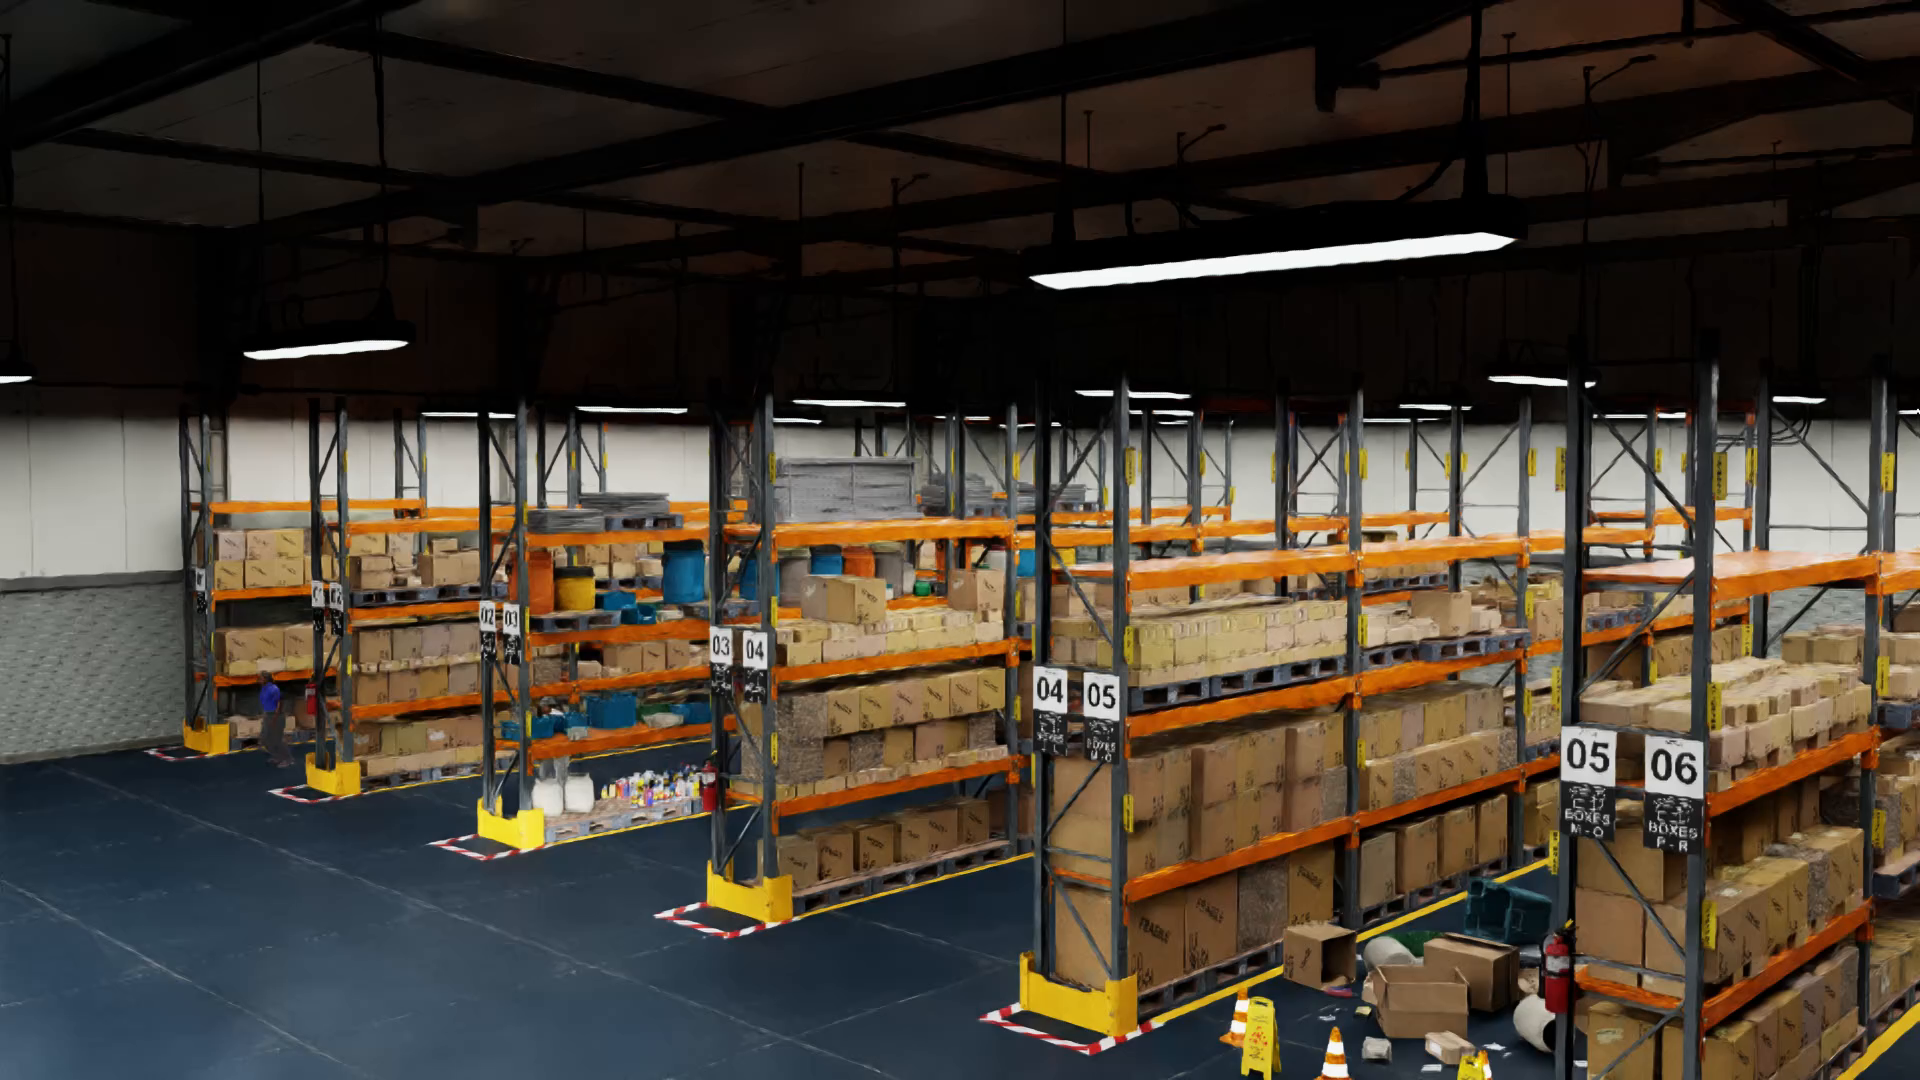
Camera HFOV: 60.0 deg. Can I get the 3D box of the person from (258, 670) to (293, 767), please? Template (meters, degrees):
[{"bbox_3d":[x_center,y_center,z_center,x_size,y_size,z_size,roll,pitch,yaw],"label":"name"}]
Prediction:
[{"bbox_3d":[-11.296,2.929,27.375,0.592,1.604,0.518,3,4,42],"label":"person"}]

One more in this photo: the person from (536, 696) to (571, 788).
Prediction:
[{"bbox_3d":[-5.966,3.079,24.457,0.625,1.611,0.582,3,4,41],"label":"person"}]
